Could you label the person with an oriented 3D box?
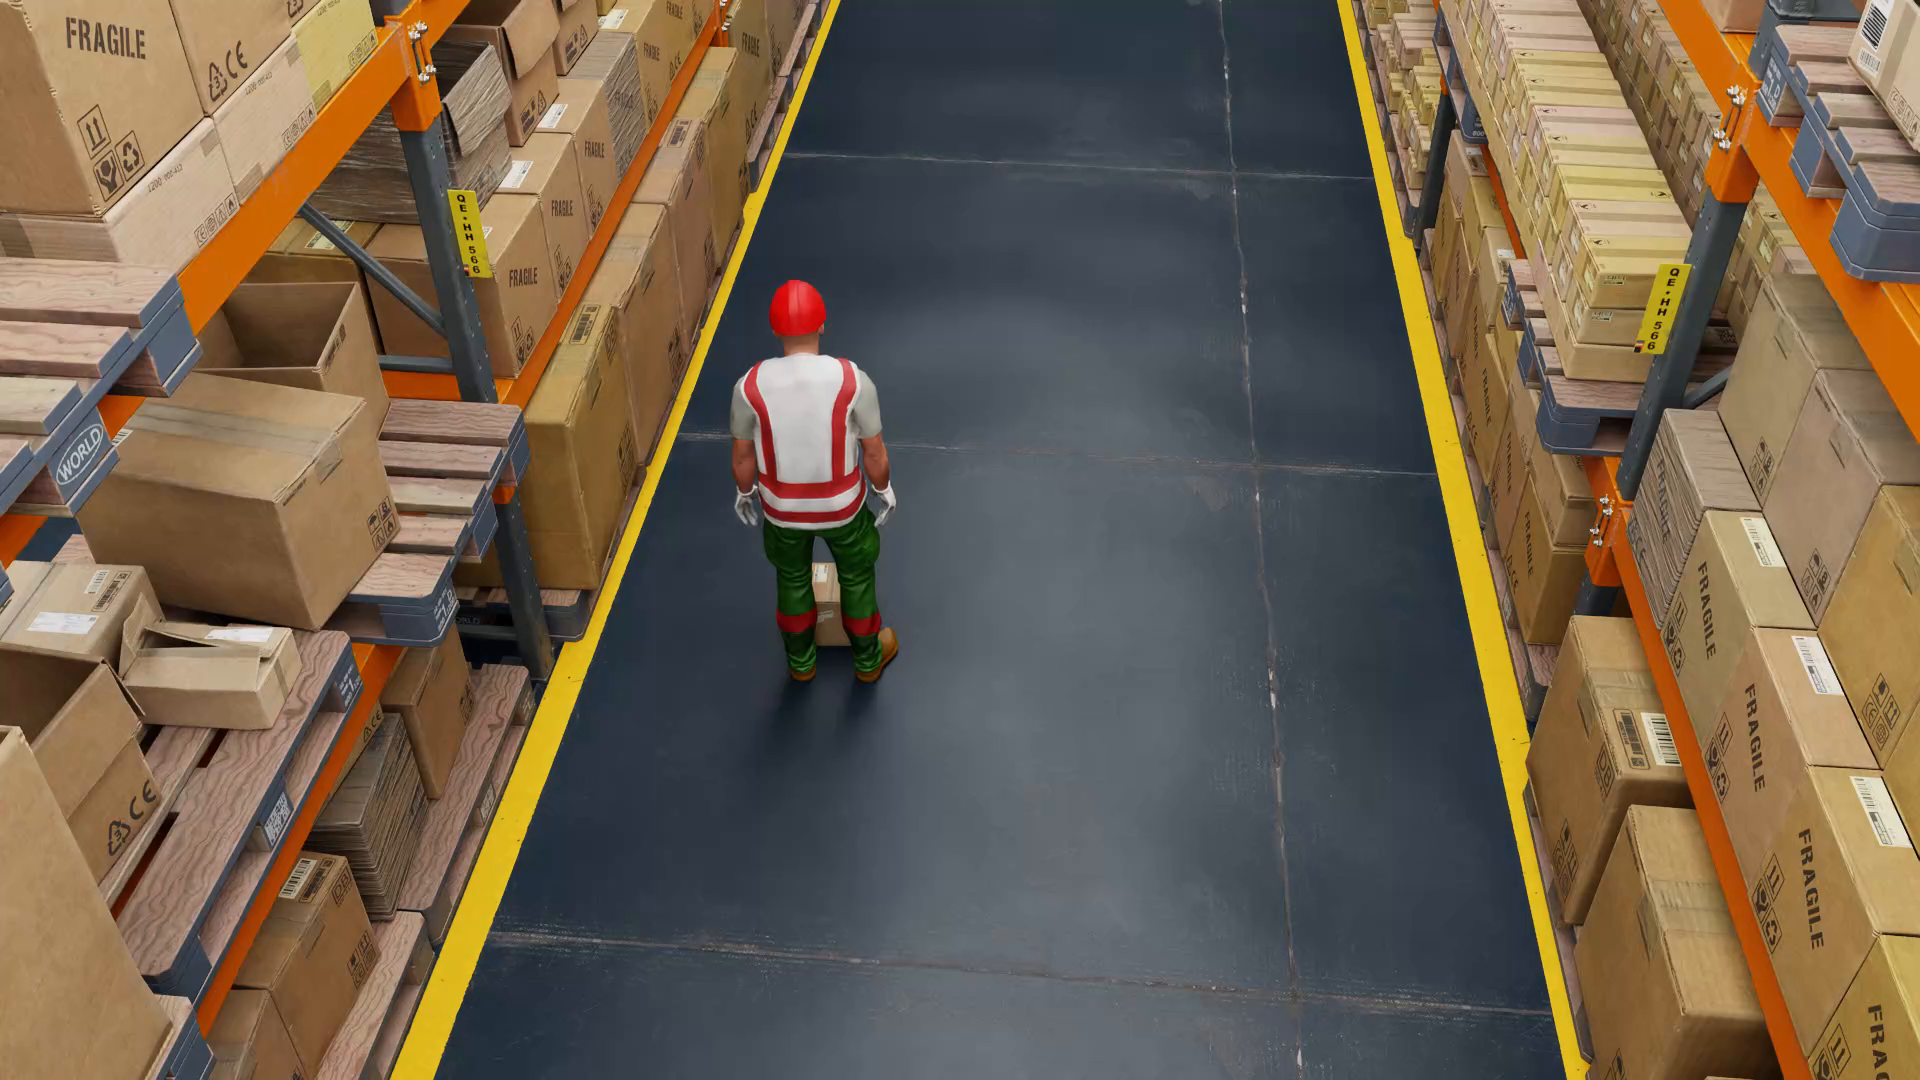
[{"bbox_3d":[-0.556,-0.173,6.352,0.619,1.779,0.450,1,40,1],"label":"person"}]
